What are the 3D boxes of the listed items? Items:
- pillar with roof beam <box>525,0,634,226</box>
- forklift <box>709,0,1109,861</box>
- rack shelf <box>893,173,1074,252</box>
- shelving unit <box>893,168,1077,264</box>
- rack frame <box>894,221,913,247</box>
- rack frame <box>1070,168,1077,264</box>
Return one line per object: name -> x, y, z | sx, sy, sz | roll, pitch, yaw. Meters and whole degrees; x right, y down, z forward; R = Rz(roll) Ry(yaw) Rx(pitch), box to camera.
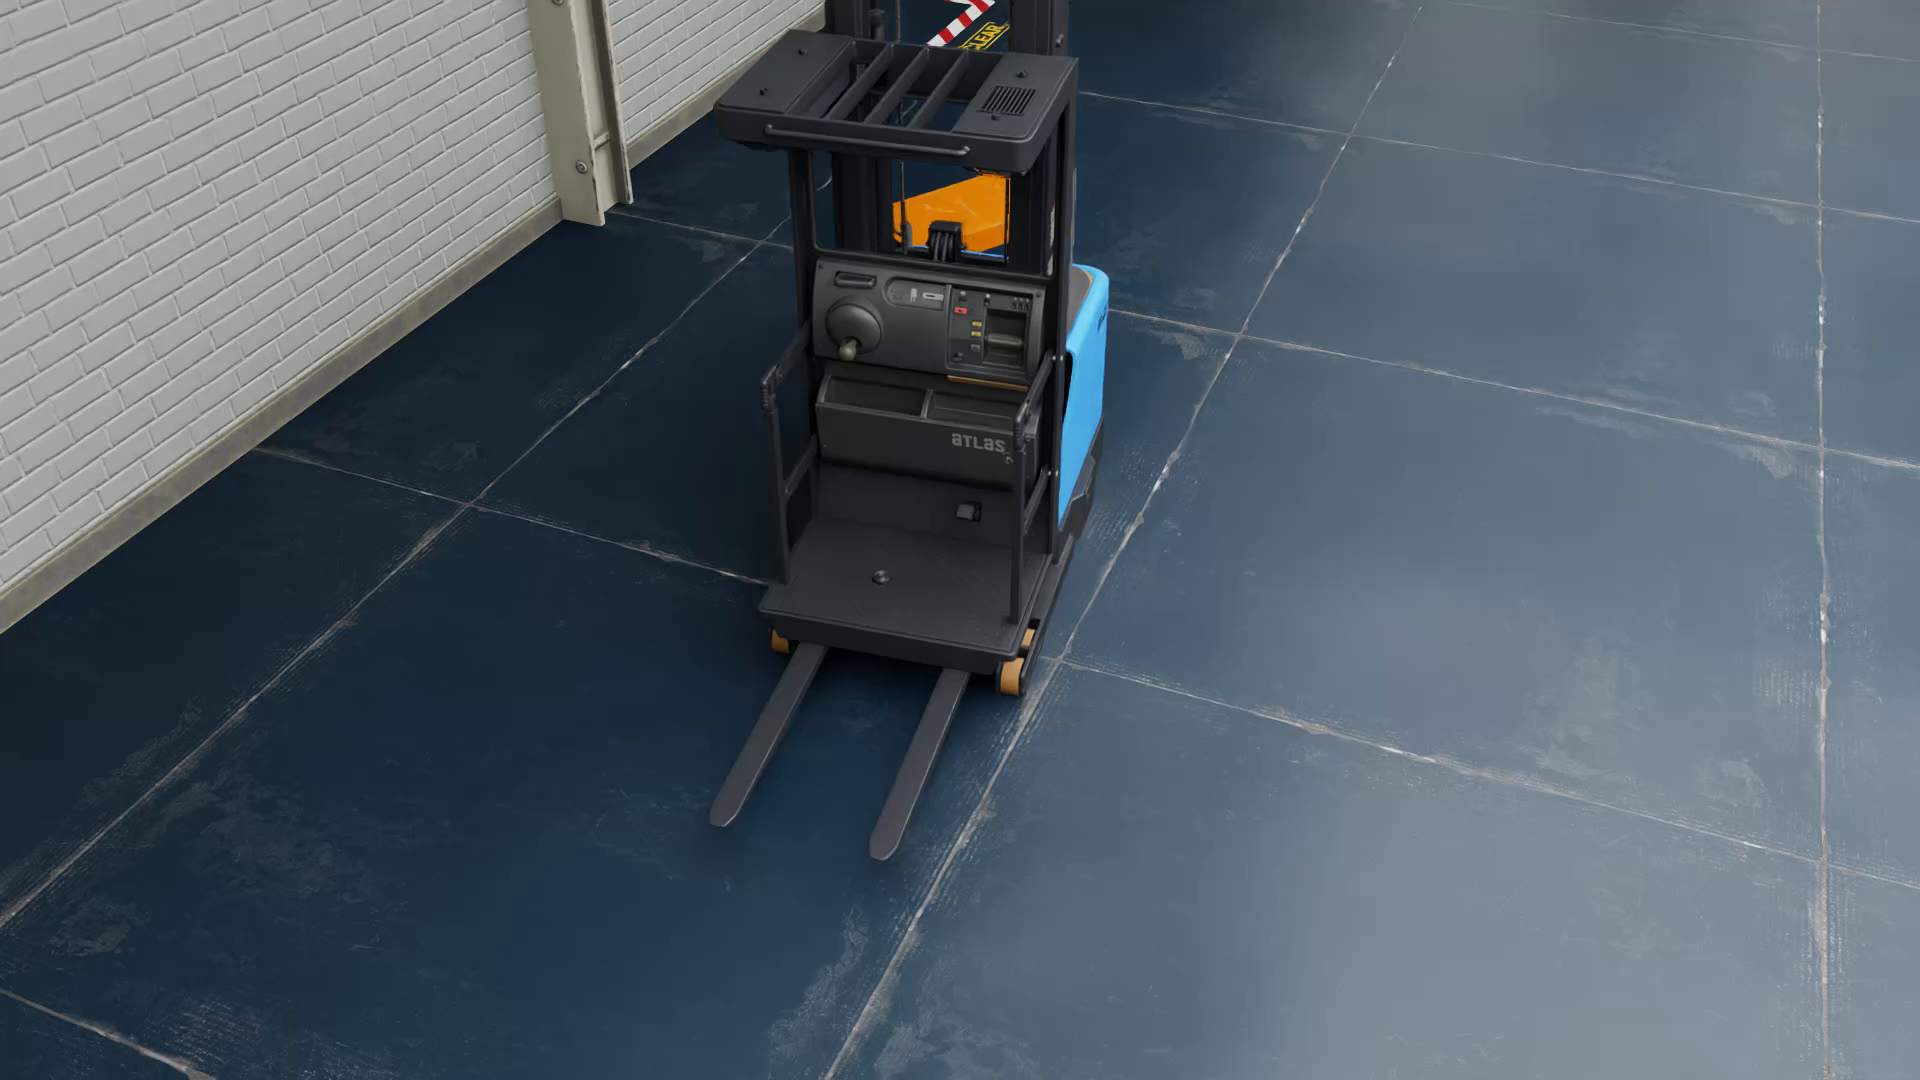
pillar with roof beam -> 1.674, -4.724, 6.554 | 9.100, 9.000, 0.400 | 14, 39, 18
forklift -> -0.184, -0.791, 6.360 | 1.130, 2.935, 3.031 | 9, 38, 12
rack shelf -> 0.020, -1.579, 8.434 | 1.000, 0.278, 0.538 | -24, 43, -29
shelving unit -> 0.020, -1.345, 8.609 | 1.048, 1.125, 0.538 | -24, 43, -29
rack frame -> -0.386, -1.162, 8.365 | 0.032, 1.125, 0.500 | -24, 43, -29
rack frame -> 0.427, -1.528, 8.854 | 0.032, 1.125, 0.500 | -24, 43, -29
